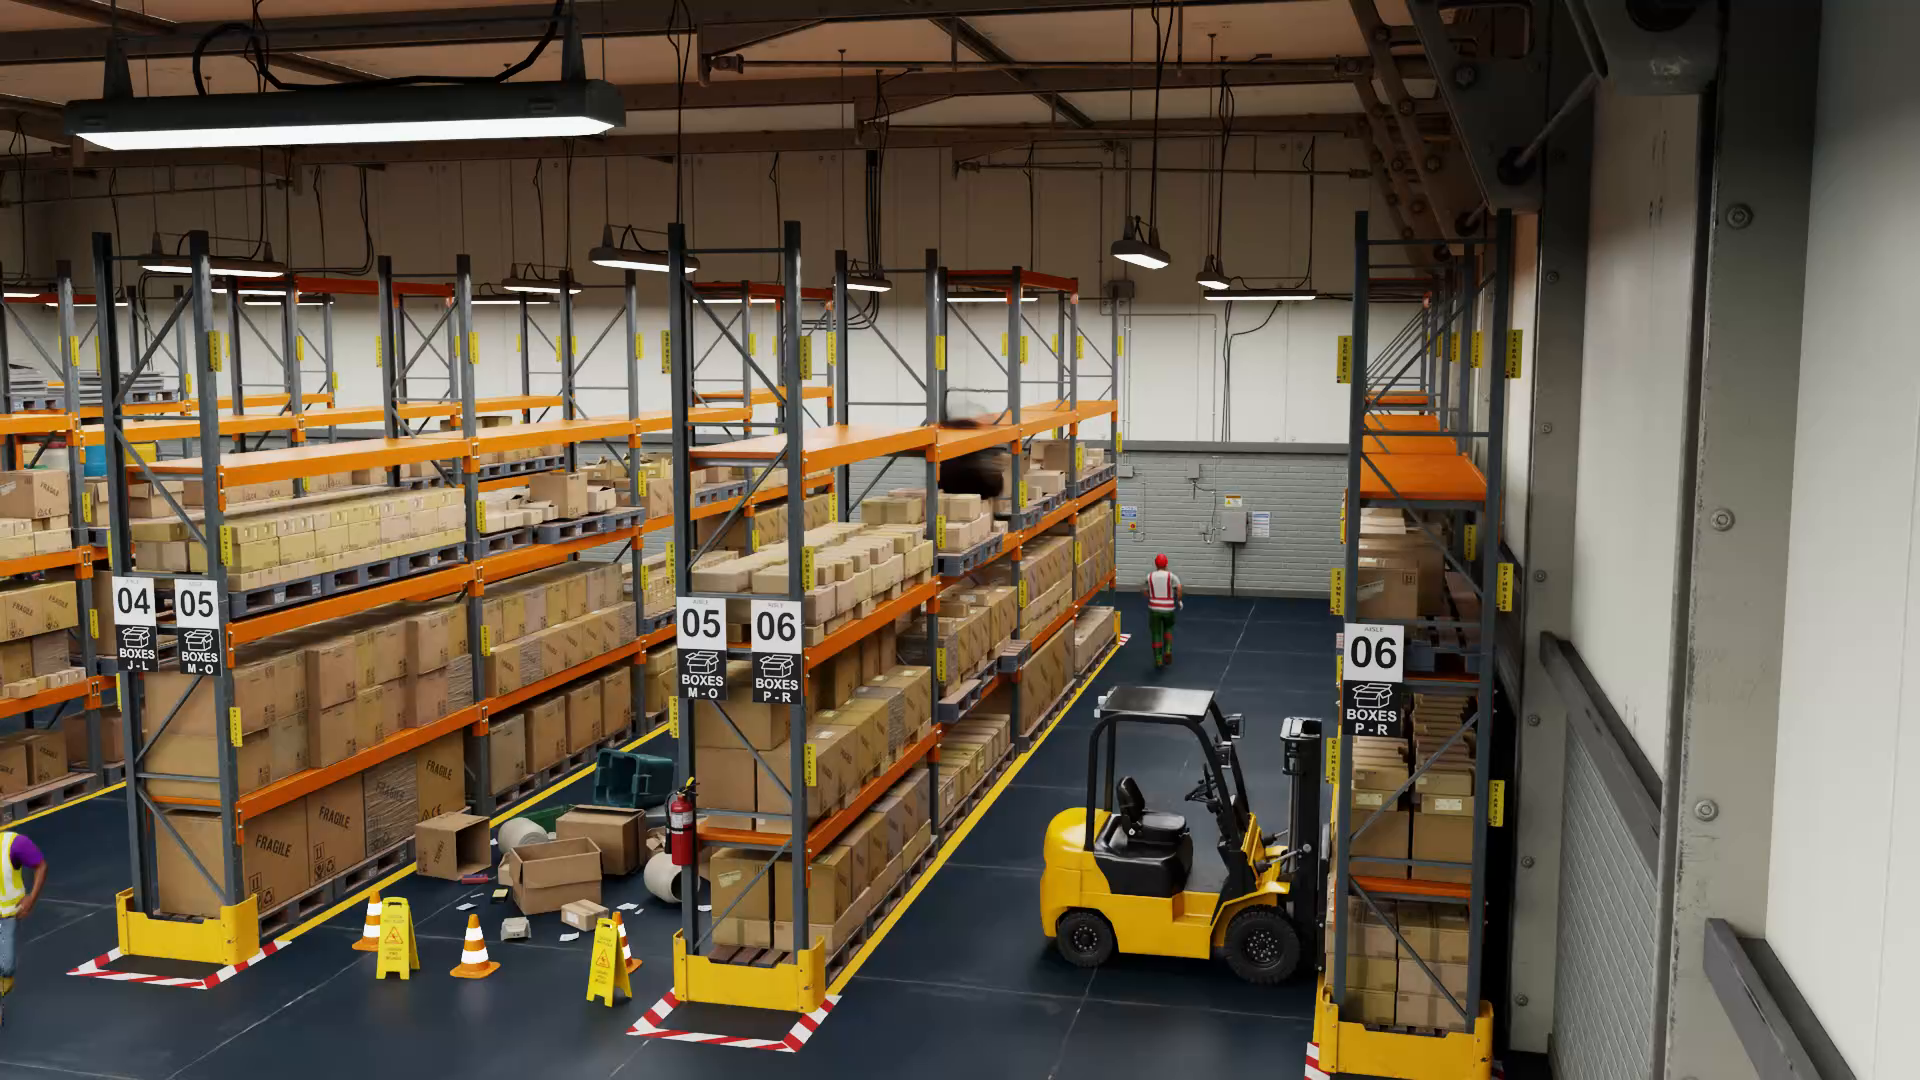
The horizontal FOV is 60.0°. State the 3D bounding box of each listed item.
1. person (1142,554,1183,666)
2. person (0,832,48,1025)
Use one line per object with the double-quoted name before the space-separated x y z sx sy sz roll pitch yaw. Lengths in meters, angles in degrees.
"person" 3.180 1.093 26.150 0.641 1.775 0.690 1 7 6
"person" -7.258 2.791 12.536 0.715 1.747 0.676 -2 7 -20
